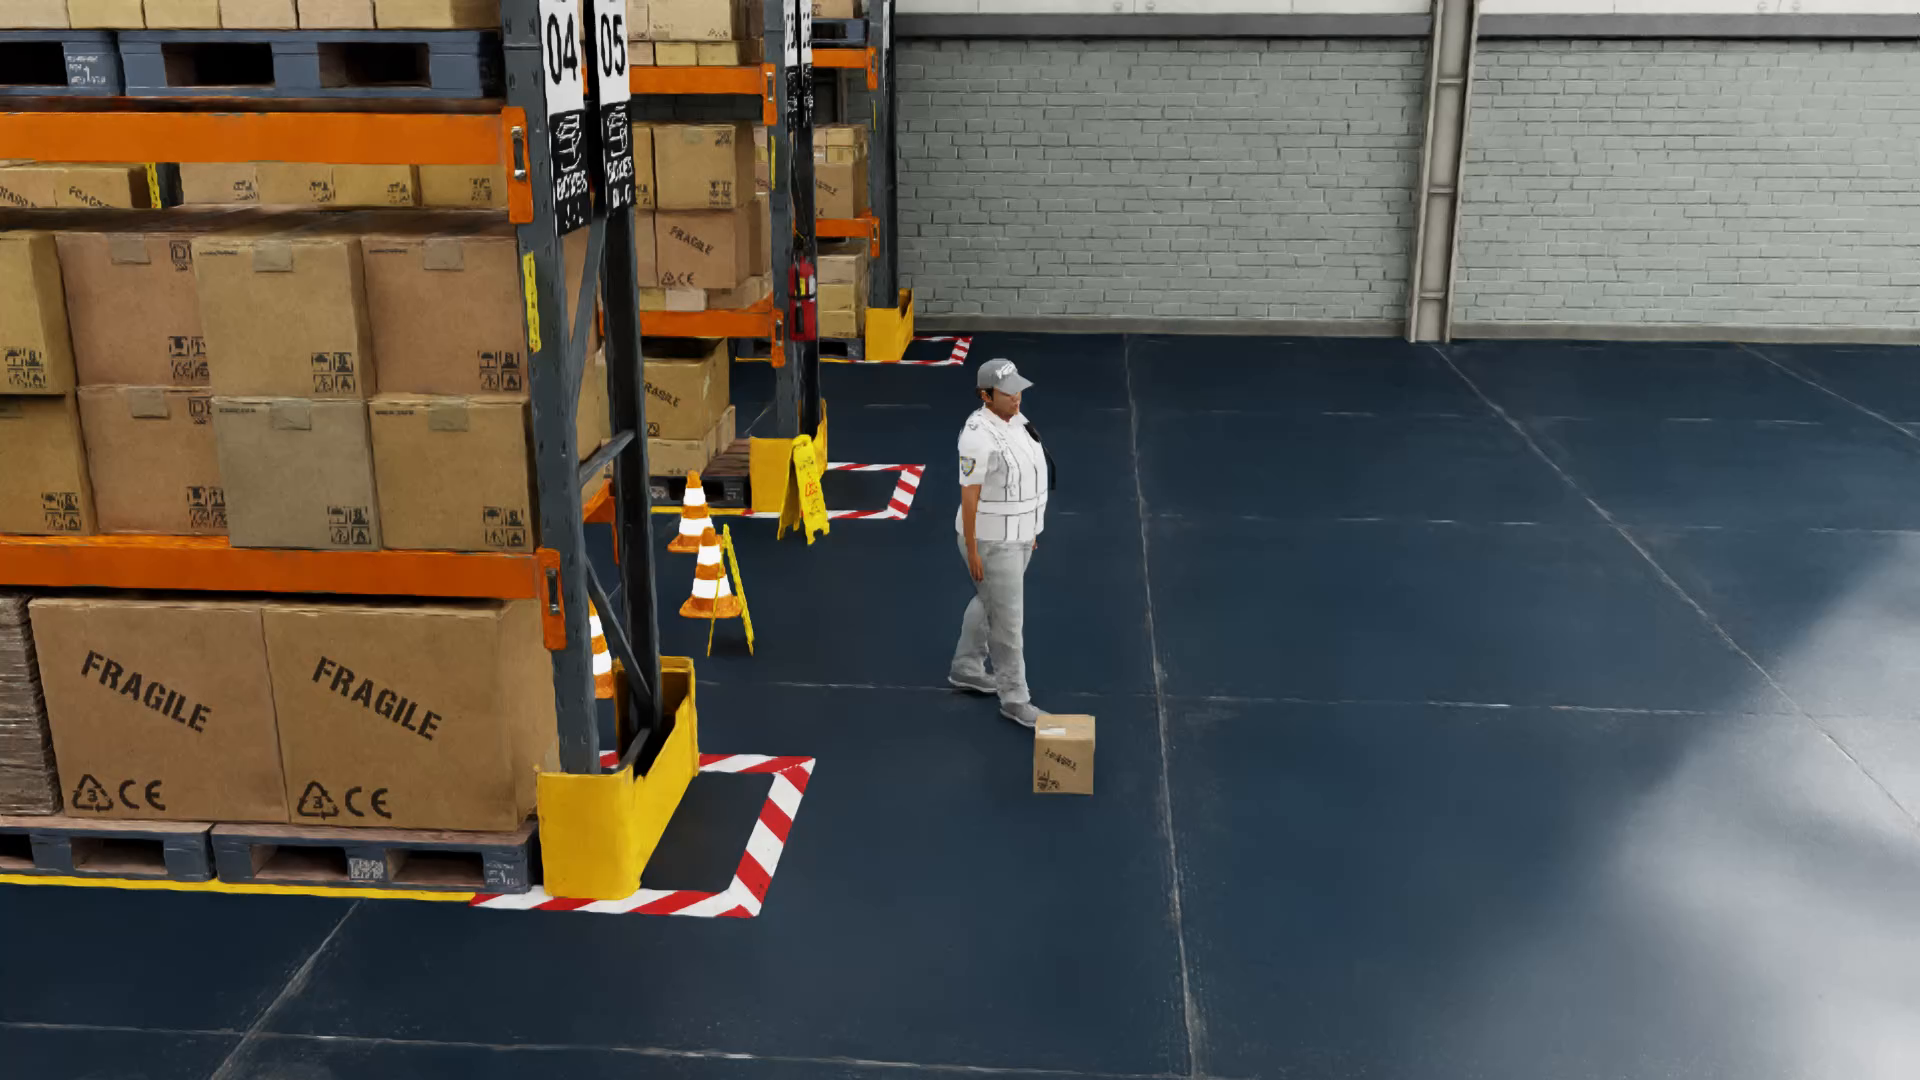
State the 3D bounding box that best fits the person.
[{"bbox_3d":[0.206,-0.015,7.569,0.637,1.654,0.470,9,20,26],"label":"person"}]
